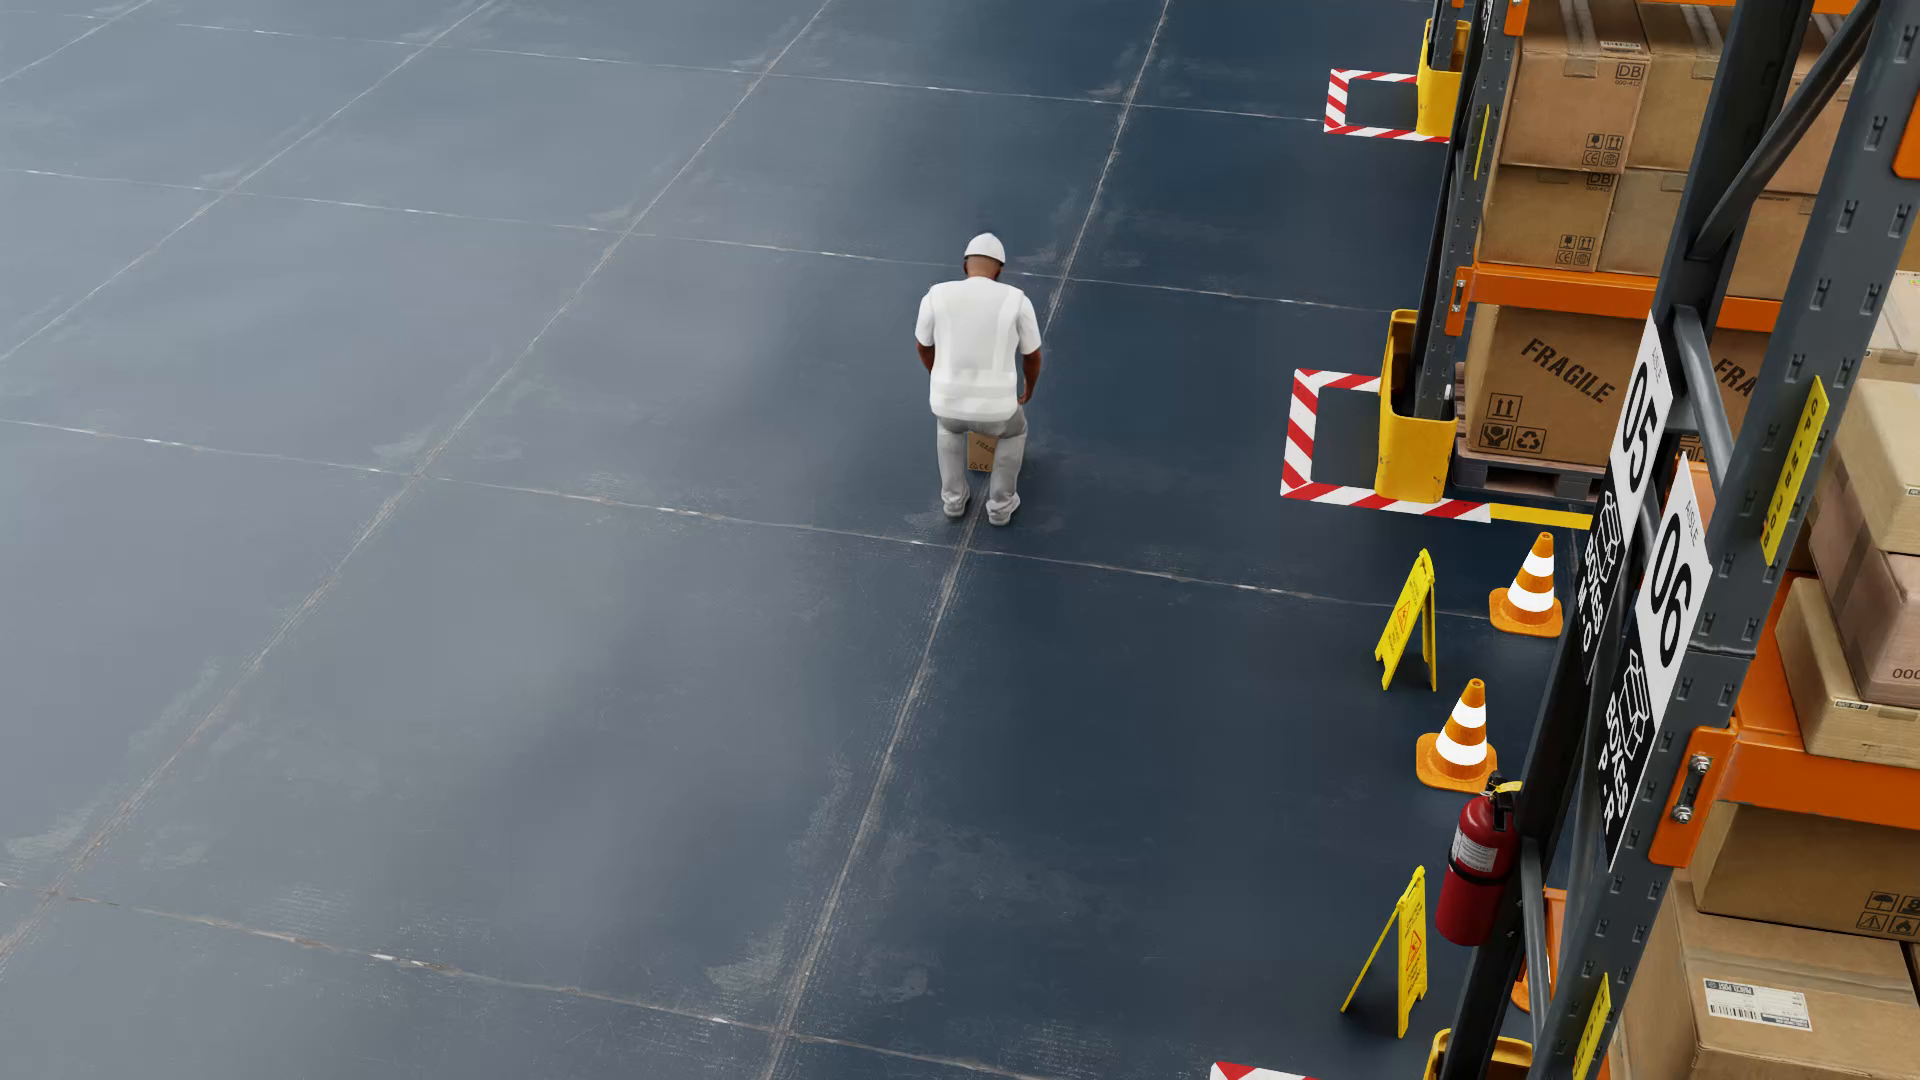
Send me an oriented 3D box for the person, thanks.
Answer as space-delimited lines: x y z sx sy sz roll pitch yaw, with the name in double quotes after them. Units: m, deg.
0.071 -0.770 8.298 0.631 1.403 0.763 8 37 10 "person"
